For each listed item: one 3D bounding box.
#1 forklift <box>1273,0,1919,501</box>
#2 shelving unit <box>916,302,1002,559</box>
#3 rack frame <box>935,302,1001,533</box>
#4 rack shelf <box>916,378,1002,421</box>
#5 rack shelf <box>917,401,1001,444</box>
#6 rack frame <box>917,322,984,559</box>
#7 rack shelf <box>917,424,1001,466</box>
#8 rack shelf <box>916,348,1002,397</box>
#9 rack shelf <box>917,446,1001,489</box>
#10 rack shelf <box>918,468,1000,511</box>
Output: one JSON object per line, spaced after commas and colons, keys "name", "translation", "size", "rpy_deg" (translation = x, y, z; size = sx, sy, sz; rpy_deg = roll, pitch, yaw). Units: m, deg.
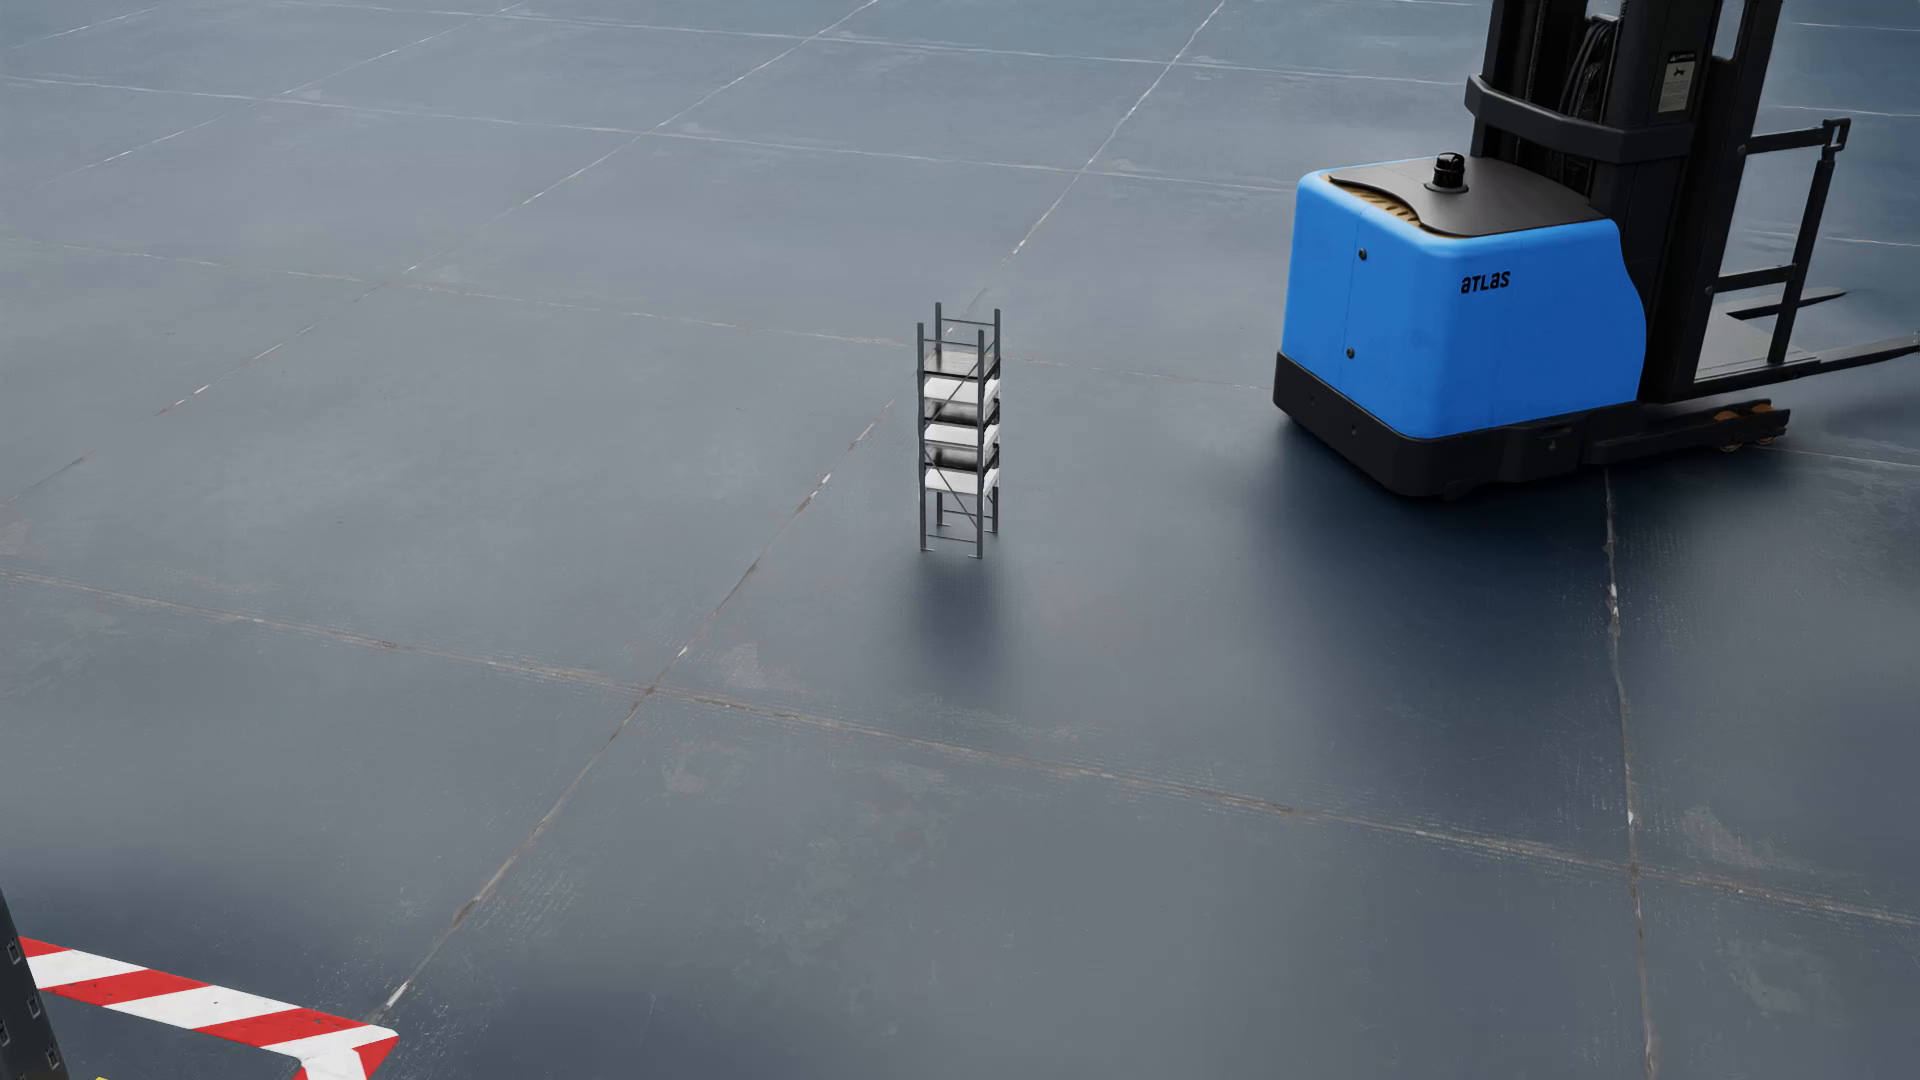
{"name": "forklift", "translation": [2.919, -1.874, 6.604], "size": [3.031, 2.935, 1.130], "rpy_deg": [-11, 31, -19]}
{"name": "shelving unit", "translation": [-0.002, -0.389, 6.024], "size": [0.258, 0.900, 0.210], "rpy_deg": [8, 30, 15]}
{"name": "rack frame", "translation": [0.027, -0.437, 6.109], "size": [0.240, 0.900, 0.006], "rpy_deg": [8, 30, 15]}
{"name": "rack shelf", "translation": [-0.002, -0.518, 5.953], "size": [0.258, 0.077, 0.200], "rpy_deg": [8, 30, 15]}
{"name": "rack shelf", "translation": [-0.002, -0.439, 5.997], "size": [0.258, 0.077, 0.200], "rpy_deg": [8, 30, 15]}
{"name": "rack frame", "translation": [-0.032, -0.342, 5.940], "size": [0.240, 0.900, 0.006], "rpy_deg": [8, 30, 15]}
{"name": "rack shelf", "translation": [-0.002, -0.360, 6.041], "size": [0.258, 0.077, 0.200], "rpy_deg": [8, 30, 15]}
{"name": "rack shelf", "translation": [-0.002, -0.596, 5.909], "size": [0.258, 0.077, 0.200], "rpy_deg": [8, 30, 15]}
{"name": "rack shelf", "translation": [-0.002, -0.282, 6.084], "size": [0.258, 0.077, 0.200], "rpy_deg": [8, 30, 15]}
{"name": "rack shelf", "translation": [-0.002, -0.203, 6.128], "size": [0.258, 0.077, 0.200], "rpy_deg": [8, 30, 15]}
